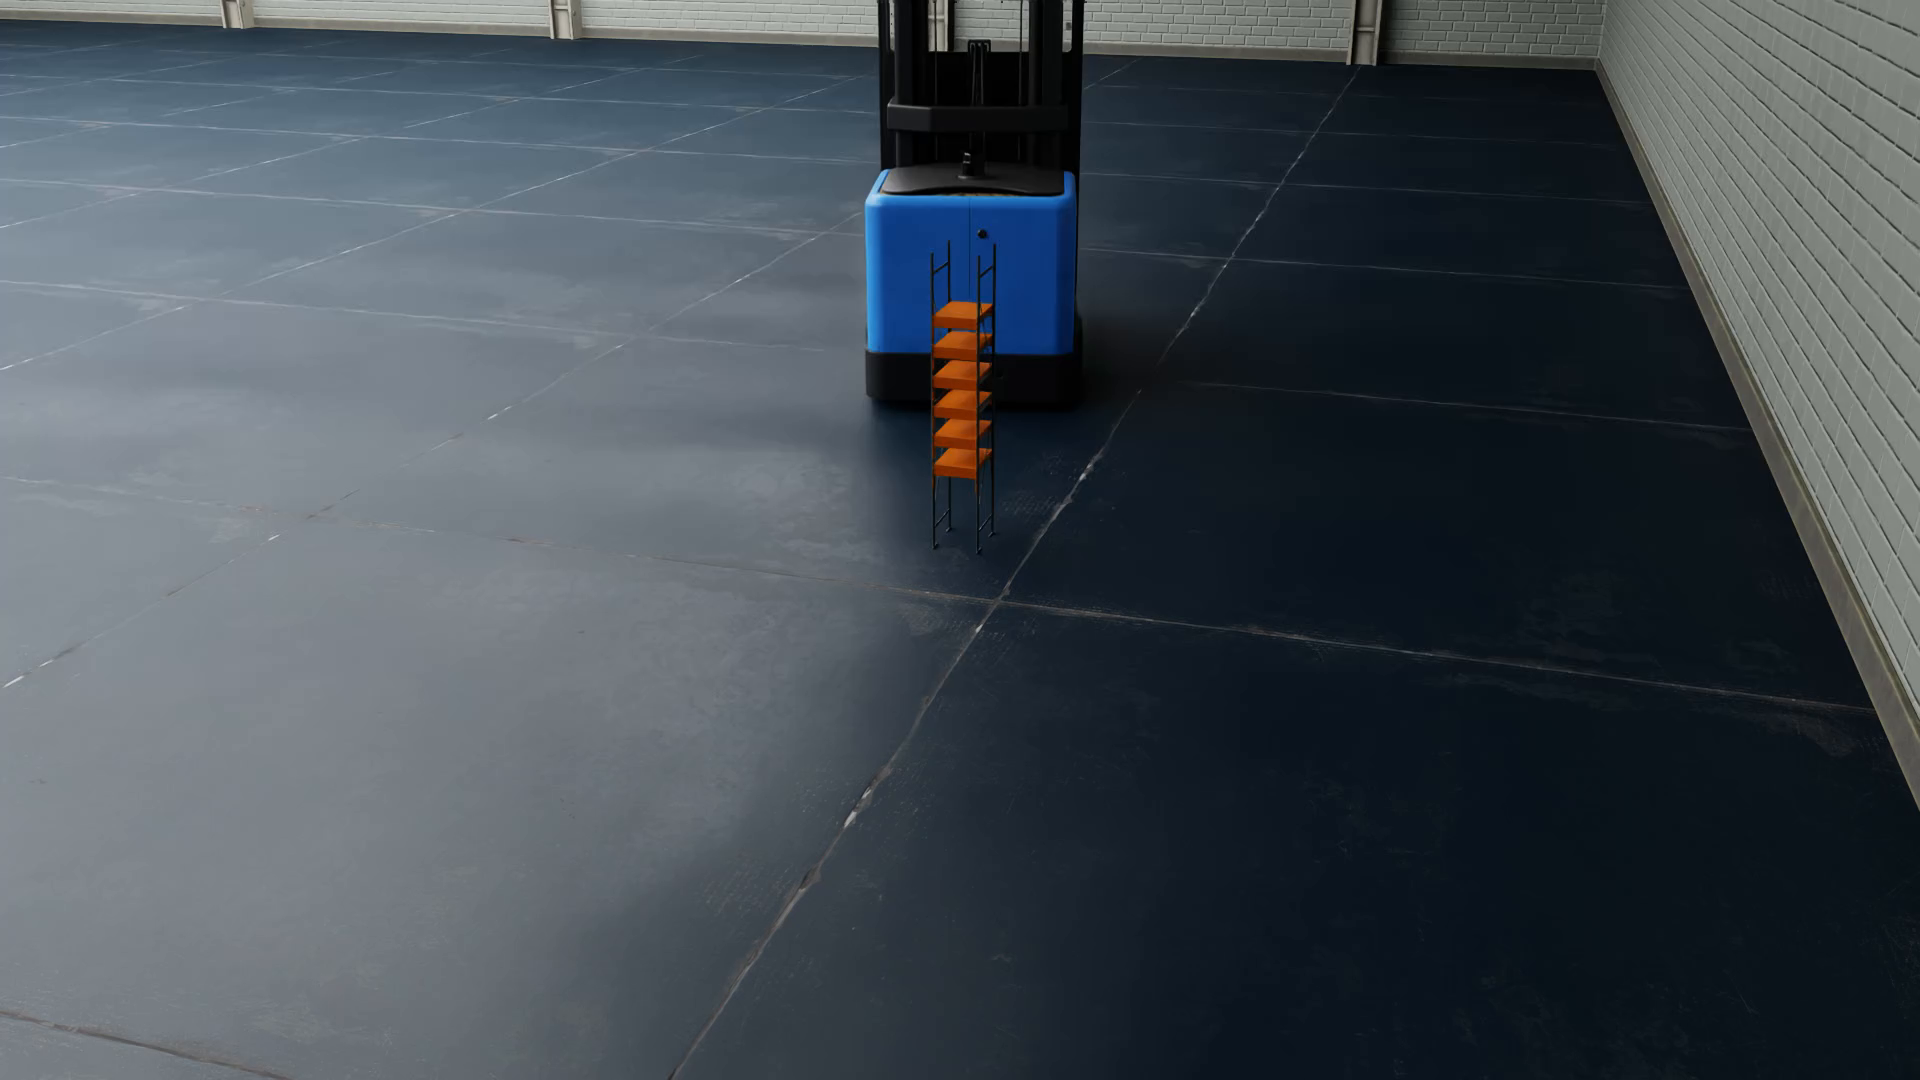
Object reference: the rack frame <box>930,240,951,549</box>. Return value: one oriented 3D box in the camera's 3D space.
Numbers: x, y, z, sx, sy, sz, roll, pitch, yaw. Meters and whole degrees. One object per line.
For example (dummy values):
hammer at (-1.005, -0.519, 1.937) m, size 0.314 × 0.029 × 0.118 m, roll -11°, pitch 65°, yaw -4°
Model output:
rack frame at (-0.074, -0.564, 6.563) m, size 0.006 × 1.200 × 0.240 m, roll 7°, pitch 23°, yaw 16°

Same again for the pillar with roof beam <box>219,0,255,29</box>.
pillar with roof beam at (-13.047, -10.999, 21.727) m, size 0.400 × 9.000 × 9.100 m, roll 7°, pitch 23°, yaw 16°

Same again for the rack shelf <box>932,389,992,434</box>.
rack shelf at (0.014, -0.512, 6.555) m, size 0.180 × 0.103 × 0.258 m, roll 7°, pitch 23°, yaw 16°

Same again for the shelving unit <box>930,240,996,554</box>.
shelving unit at (0.014, -0.554, 6.538) m, size 0.189 × 1.200 × 0.258 m, roll 7°, pitch 23°, yaw 16°

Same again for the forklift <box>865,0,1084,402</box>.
forklift at (0.123, -2.553, 9.131) m, size 1.130 × 2.935 × 3.031 m, roll 1°, pitch 22°, yaw 3°

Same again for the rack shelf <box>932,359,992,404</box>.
rack shelf at (0.014, -0.623, 6.510) m, size 0.180 × 0.103 × 0.258 m, roll 7°, pitch 23°, yaw 16°

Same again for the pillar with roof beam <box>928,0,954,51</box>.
pillar with roof beam at (-1.559, -9.683, 18.520) m, size 0.400 × 9.000 × 9.100 m, roll 7°, pitch 23°, yaw 16°

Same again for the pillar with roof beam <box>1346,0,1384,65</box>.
pillar with roof beam at (4.186, -9.026, 16.916) m, size 0.400 × 9.000 × 9.100 m, roll 7°, pitch 23°, yaw 16°

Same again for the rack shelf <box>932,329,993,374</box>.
rack shelf at (0.014, -0.734, 6.464) m, size 0.180 × 0.103 × 0.258 m, roll 7°, pitch 23°, yaw 16°

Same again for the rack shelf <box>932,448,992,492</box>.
rack shelf at (0.014, -0.290, 6.646) m, size 0.180 × 0.103 × 0.258 m, roll 7°, pitch 23°, yaw 16°

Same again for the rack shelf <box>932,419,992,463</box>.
rack shelf at (0.014, -0.401, 6.601) m, size 0.180 × 0.103 × 0.258 m, roll 7°, pitch 23°, yaw 16°

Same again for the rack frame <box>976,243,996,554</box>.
rack frame at (0.101, -0.543, 6.514) m, size 0.006 × 1.200 × 0.240 m, roll 7°, pitch 23°, yaw 16°

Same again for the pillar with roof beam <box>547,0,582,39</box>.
pillar with roof beam at (-7.303, -10.341, 20.123) m, size 0.400 × 9.000 × 9.100 m, roll 7°, pitch 23°, yaw 16°

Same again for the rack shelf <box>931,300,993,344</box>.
rack shelf at (0.014, -0.845, 6.419) m, size 0.180 × 0.103 × 0.258 m, roll 7°, pitch 23°, yaw 16°
